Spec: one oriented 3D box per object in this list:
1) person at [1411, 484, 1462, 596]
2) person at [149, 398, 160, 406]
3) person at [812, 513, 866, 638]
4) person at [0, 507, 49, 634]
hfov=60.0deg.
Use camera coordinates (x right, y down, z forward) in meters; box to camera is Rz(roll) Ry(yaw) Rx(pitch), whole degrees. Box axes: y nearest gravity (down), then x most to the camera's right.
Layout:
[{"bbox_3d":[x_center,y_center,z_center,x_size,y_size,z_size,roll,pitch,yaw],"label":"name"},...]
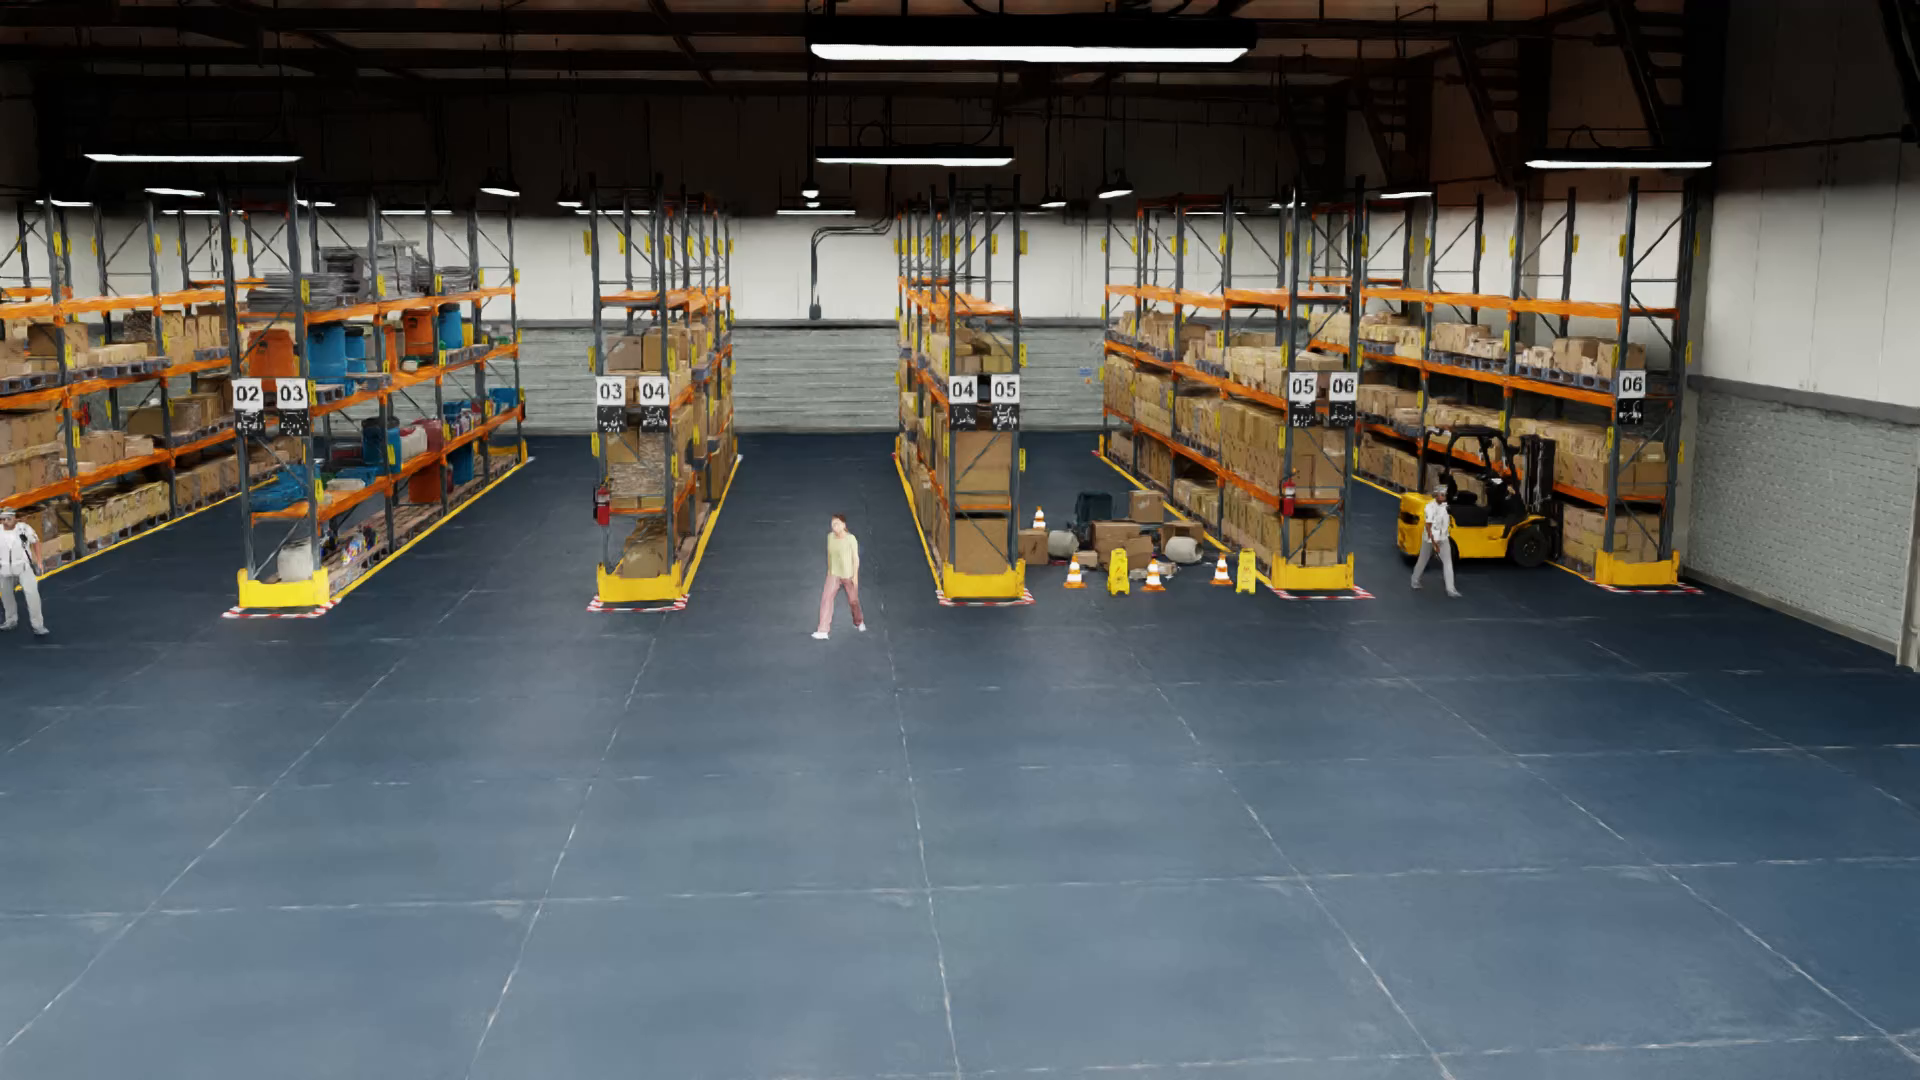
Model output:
[{"bbox_3d":[6.895,-0.023,24.070,0.448,1.623,0.997,-2,10,-13],"label":"person"},{"bbox_3d":[-17.724,-2.294,36.768,0.577,1.691,1.121,0,10,-2],"label":"person"},{"bbox_3d":[-1.539,0.446,21.509,0.486,1.620,0.949,4,11,19],"label":"person"},{"bbox_3d":[-12.306,0.373,21.691,0.701,1.689,0.852,-4,11,-20],"label":"person"}]
